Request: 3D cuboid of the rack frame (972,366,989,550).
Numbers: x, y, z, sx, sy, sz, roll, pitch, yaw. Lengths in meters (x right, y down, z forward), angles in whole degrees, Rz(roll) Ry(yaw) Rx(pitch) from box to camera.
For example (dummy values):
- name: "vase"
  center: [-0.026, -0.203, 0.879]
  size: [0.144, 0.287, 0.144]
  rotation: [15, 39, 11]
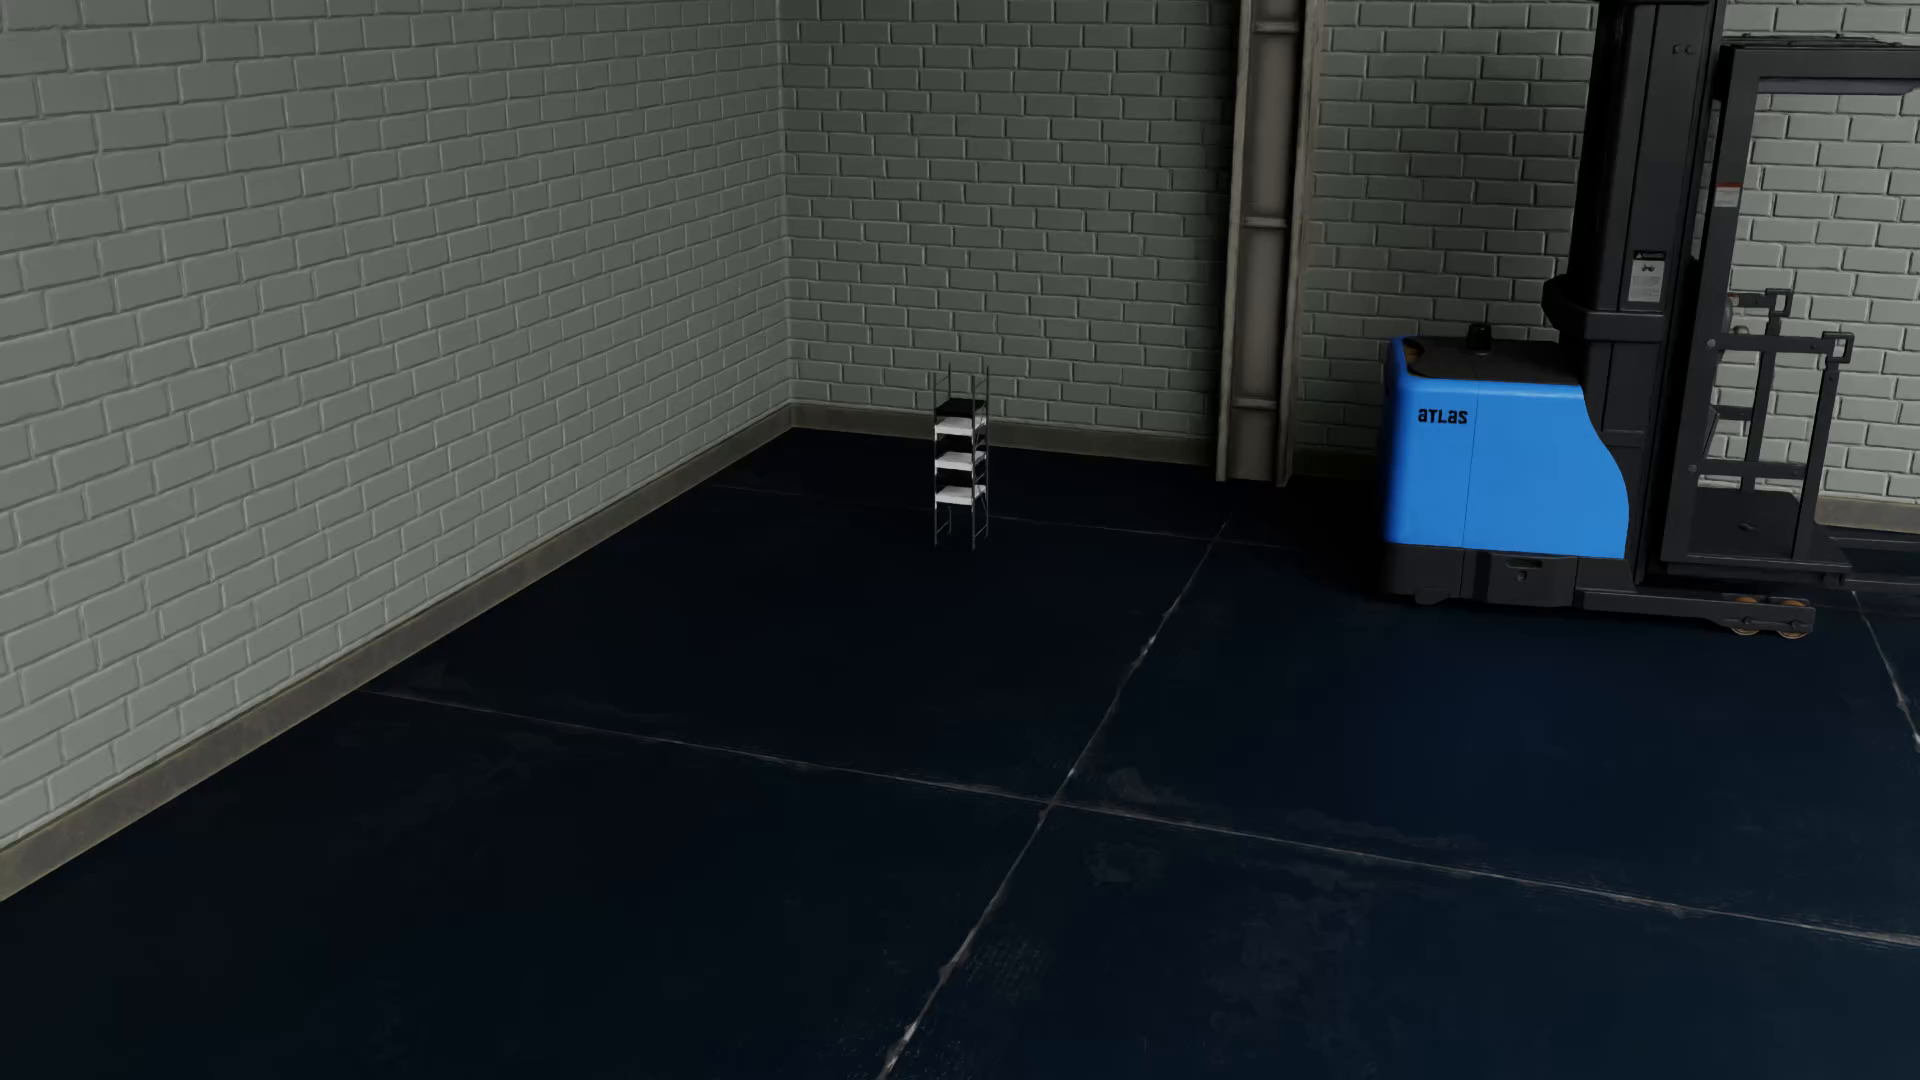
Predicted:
- name: "rack frame"
  center: [0.104, -0.413, 8.394]
  size: [0.006, 0.900, 0.240]
  rotation: [7, 20, 18]

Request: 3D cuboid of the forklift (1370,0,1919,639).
- name: "forklift"
  center: [3.498, -1.140, 7.393]
  size: [3.031, 2.935, 1.130]
  rotation: [4, 20, 11]

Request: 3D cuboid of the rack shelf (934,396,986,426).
- name: "rack shelf"
  center: [0.008, -0.648, 8.348]
  size: [0.200, 0.077, 0.258]
  rotation: [7, 20, 18]

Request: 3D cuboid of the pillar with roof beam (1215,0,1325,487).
- name: "pillar with roof beam"
  center: [0.288, -3.278, 4.307]
  size: [0.400, 9.000, 9.100]
  rotation: [7, 20, 18]

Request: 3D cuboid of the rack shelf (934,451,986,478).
- name: "rack shelf"
  center: [0.008, -0.393, 8.437]
  size: [0.200, 0.077, 0.258]
  rotation: [7, 20, 18]

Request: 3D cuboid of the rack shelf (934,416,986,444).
- name: "rack shelf"
  center: [0.008, -0.563, 8.377]
  size: [0.200, 0.077, 0.258]
  rotation: [7, 20, 18]

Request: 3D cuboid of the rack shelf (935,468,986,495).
- name: "rack shelf"
  center: [0.008, -0.308, 8.466]
  size: [0.200, 0.077, 0.258]
  rotation: [7, 20, 18]

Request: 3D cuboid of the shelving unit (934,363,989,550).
- name: "shelving unit"
  center: [0.008, -0.424, 8.426]
  size: [0.210, 0.900, 0.258]
  rotation: [7, 20, 18]

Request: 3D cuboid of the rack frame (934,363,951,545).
- name: "rack frame"
  center: [-0.088, -0.435, 8.457]
  size: [0.006, 0.900, 0.240]
  rotation: [7, 20, 18]

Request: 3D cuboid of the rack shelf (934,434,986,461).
- name: "rack shelf"
  center: [0.008, -0.478, 8.407]
  size: [0.200, 0.077, 0.258]
  rotation: [7, 20, 18]

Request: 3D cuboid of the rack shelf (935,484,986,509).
- name: "rack shelf"
  center: [0.008, -0.223, 8.496]
  size: [0.200, 0.077, 0.258]
  rotation: [7, 20, 18]
